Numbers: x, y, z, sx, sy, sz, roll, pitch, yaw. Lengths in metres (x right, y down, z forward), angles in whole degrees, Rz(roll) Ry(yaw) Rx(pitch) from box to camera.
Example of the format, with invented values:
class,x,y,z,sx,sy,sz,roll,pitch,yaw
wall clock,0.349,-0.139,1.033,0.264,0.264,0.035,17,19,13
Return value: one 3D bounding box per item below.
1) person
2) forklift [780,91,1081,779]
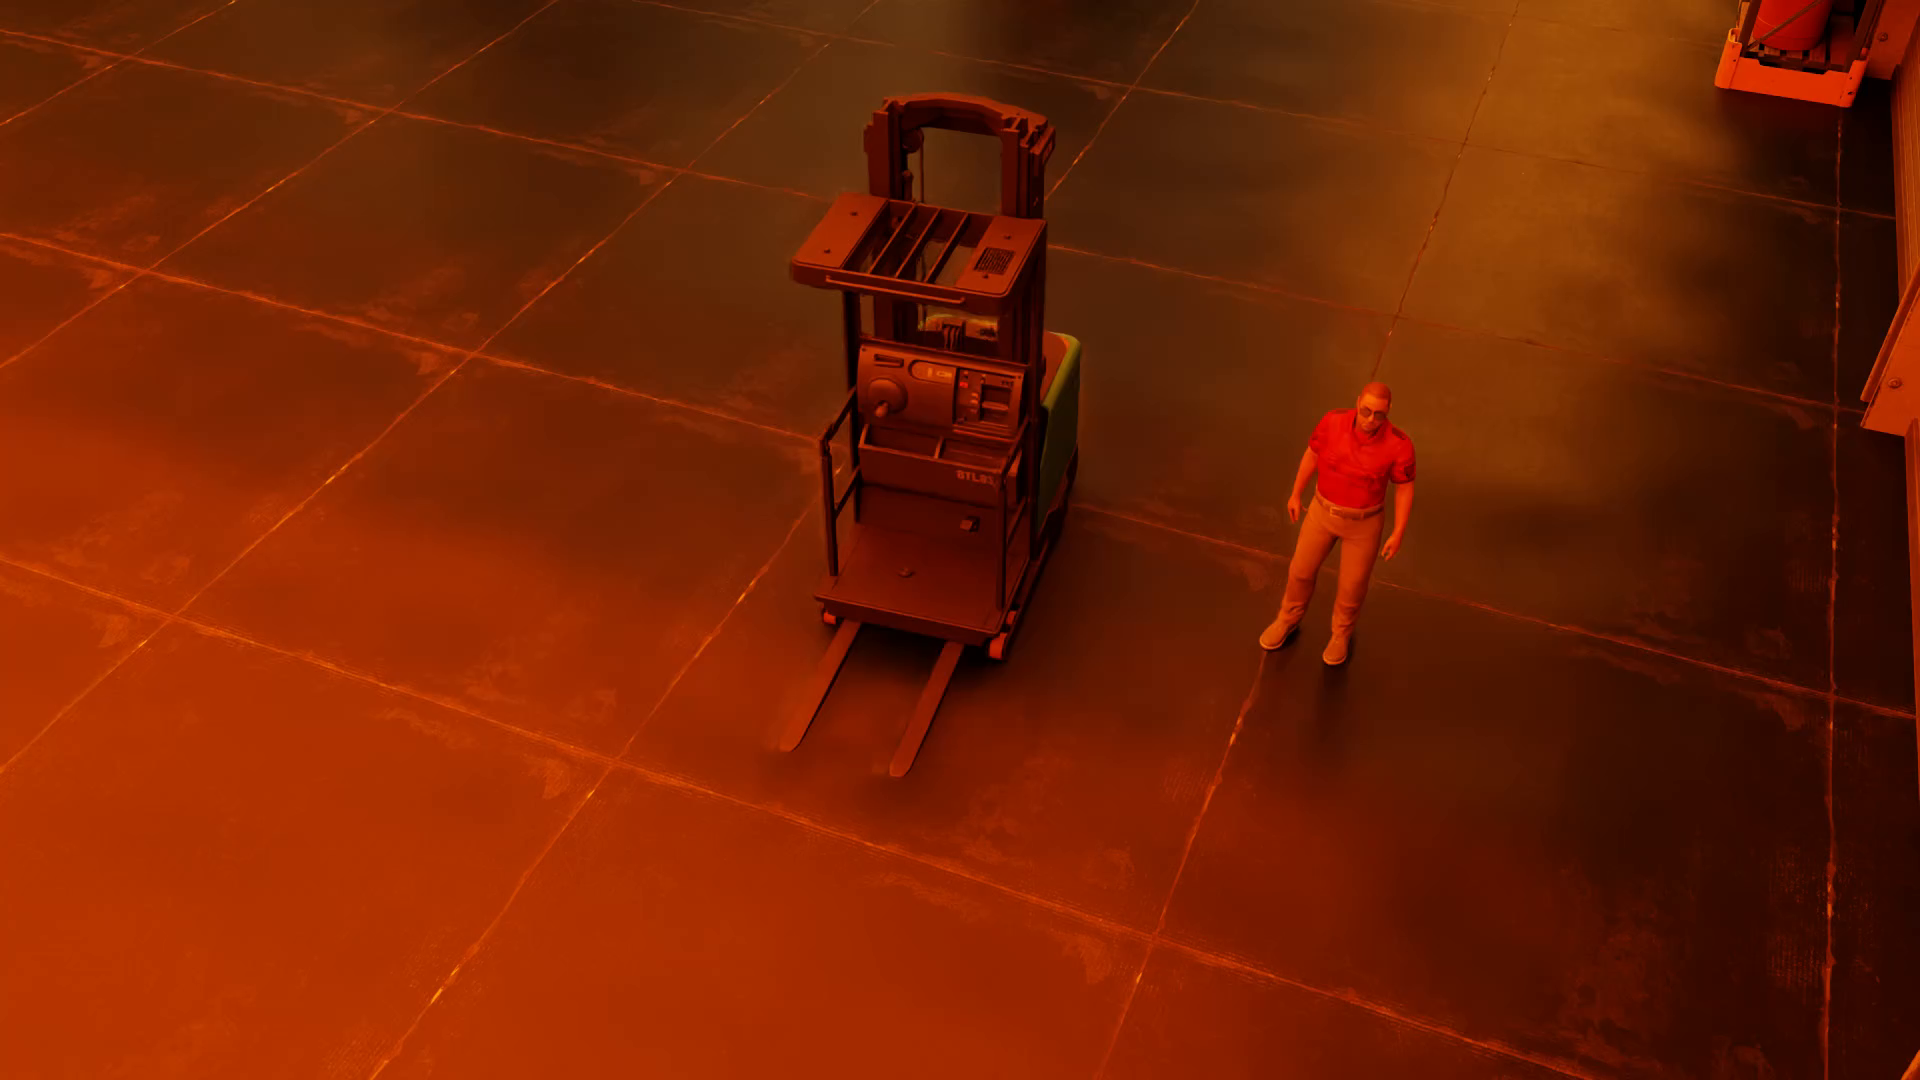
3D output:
class,x,y,z,sx,sy,sz,roll,pitch,yaw
person,2.076,-0.083,9.041,0.656,1.730,0.480,20,44,22
forklift,-0.172,-0.728,8.876,1.130,2.935,3.031,11,41,13
